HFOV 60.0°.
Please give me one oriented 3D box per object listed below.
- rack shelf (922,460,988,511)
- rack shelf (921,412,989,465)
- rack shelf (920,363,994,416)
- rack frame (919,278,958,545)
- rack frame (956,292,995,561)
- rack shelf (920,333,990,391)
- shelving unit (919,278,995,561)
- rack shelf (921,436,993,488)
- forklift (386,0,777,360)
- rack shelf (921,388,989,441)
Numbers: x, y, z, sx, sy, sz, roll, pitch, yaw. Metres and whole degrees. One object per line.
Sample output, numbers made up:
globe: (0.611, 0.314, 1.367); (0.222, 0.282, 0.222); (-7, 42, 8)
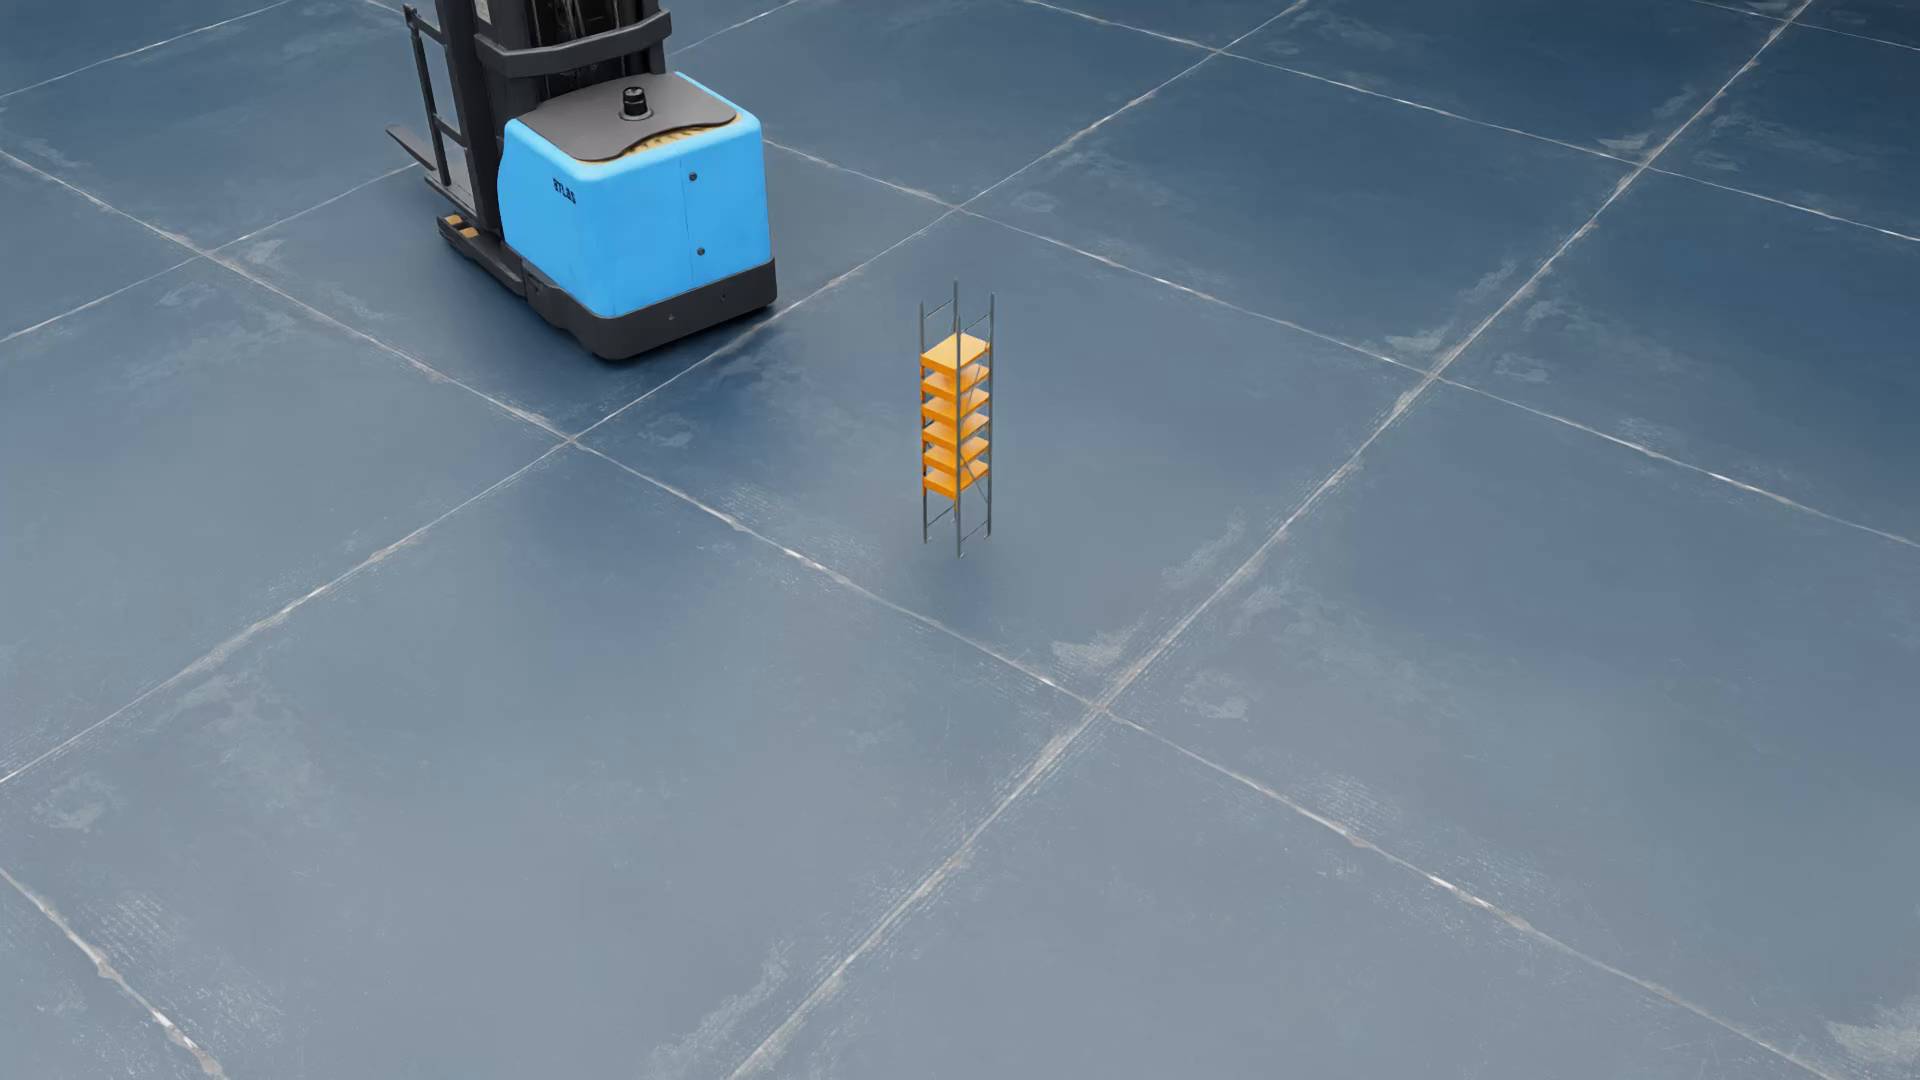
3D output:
rack shelf: (-0.011, -0.254, 7.062); (0.180, 0.103, 0.258); (25, 45, 29)
rack shelf: (-0.012, -0.443, 6.914); (0.180, 0.103, 0.258); (25, 45, 29)
rack shelf: (-0.012, -0.632, 6.766); (0.180, 0.103, 0.258); (25, 45, 29)
rack frame: (-0.084, -0.512, 6.931); (0.006, 1.200, 0.240); (25, 45, 29)
rack frame: (0.061, -0.444, 6.843); (0.006, 1.200, 0.240); (25, 45, 29)
rack shelf: (-0.012, -0.726, 6.693); (0.180, 0.103, 0.258); (25, 45, 29)
shelving unit: (-0.011, -0.478, 6.887); (0.189, 1.200, 0.258); (25, 45, 29)
rack shelf: (-0.011, -0.348, 6.988); (0.180, 0.103, 0.258); (25, 45, 29)
forklift: (-2.280, -2.896, 8.571); (1.130, 2.935, 3.031); (-26, 45, -30)
rack shelf: (-0.012, -0.537, 6.840); (0.180, 0.103, 0.258); (25, 45, 29)
